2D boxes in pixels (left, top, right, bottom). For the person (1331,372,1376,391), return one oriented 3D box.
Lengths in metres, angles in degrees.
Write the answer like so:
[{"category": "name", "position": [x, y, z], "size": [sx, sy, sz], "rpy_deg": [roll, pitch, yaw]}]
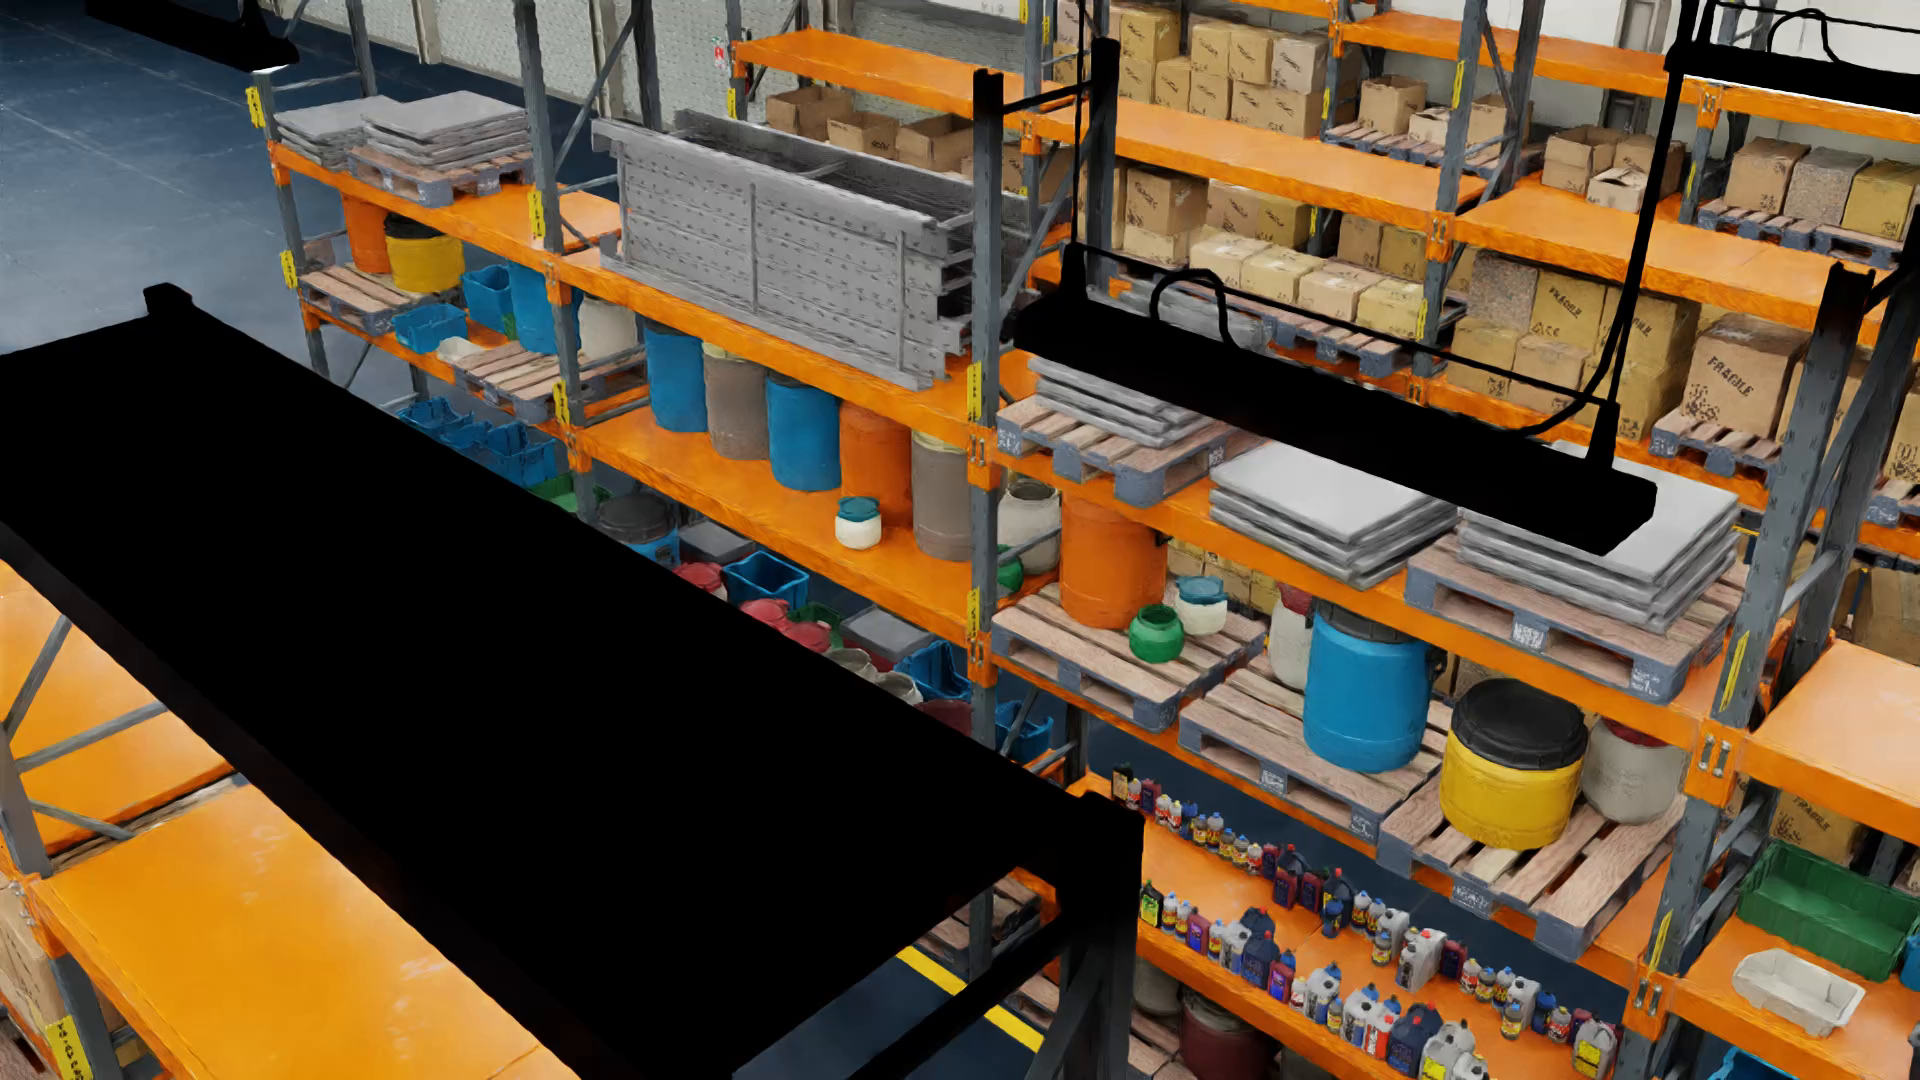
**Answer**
[{"category": "person", "position": [4.113, -1.650, 17.392], "size": [1.031, 1.724, 0.554], "rpy_deg": [19, 34, 30]}]
